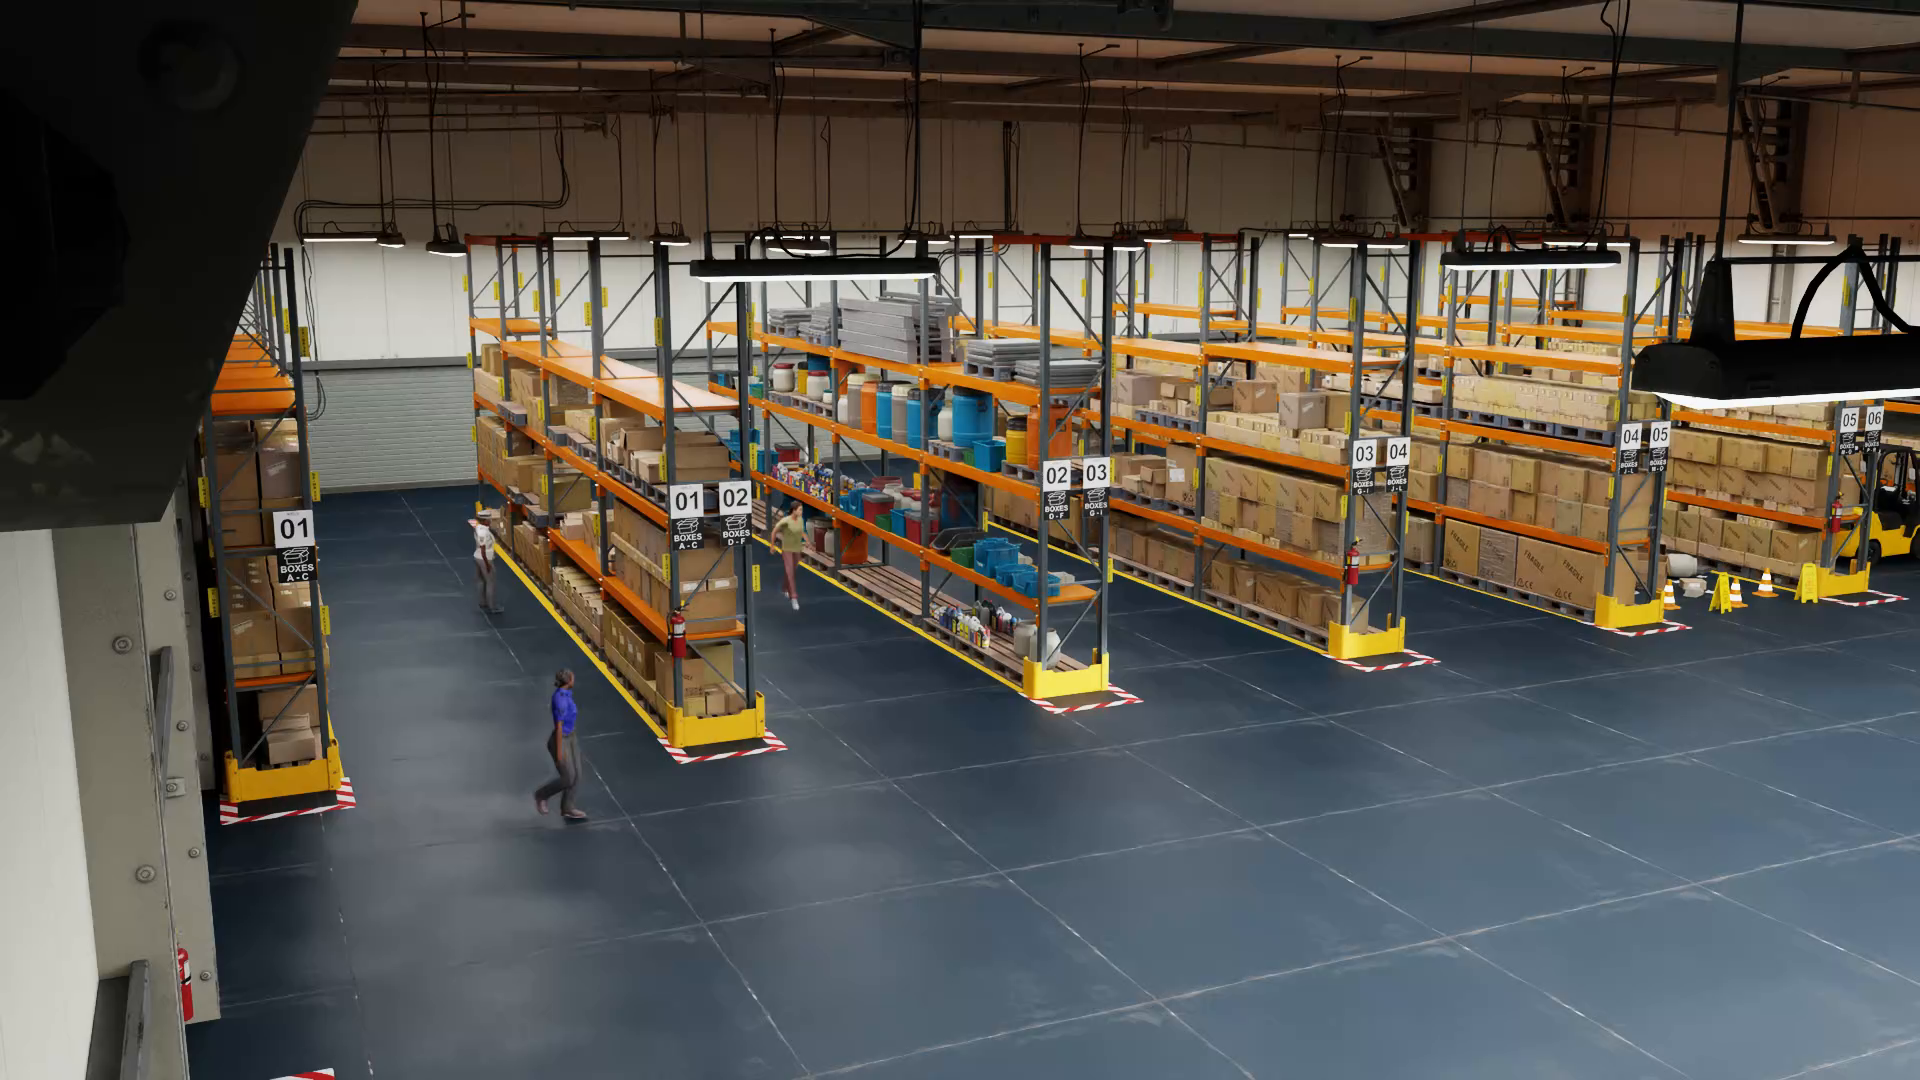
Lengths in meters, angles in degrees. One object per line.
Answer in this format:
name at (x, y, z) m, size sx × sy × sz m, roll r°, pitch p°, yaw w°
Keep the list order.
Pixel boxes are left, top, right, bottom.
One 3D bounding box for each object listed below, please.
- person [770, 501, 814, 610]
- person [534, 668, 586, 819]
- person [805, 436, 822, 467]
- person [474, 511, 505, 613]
person at (-2.677, 0.195, 26.380) m, size 0.638 × 1.659 × 0.954 m, roll -5°, pitch 12°, yaw -24°
person at (-4.262, 2.160, 17.639) m, size 0.521 × 1.642 × 0.483 m, roll 3°, pitch 11°, yaw 14°
person at (-3.225, -1.519, 36.833) m, size 0.382 × 1.621 × 0.524 m, roll 4°, pitch 12°, yaw 22°
person at (-7.657, 0.343, 26.977) m, size 0.412 × 1.660 × 0.551 m, roll -6°, pitch 12°, yaw -27°
